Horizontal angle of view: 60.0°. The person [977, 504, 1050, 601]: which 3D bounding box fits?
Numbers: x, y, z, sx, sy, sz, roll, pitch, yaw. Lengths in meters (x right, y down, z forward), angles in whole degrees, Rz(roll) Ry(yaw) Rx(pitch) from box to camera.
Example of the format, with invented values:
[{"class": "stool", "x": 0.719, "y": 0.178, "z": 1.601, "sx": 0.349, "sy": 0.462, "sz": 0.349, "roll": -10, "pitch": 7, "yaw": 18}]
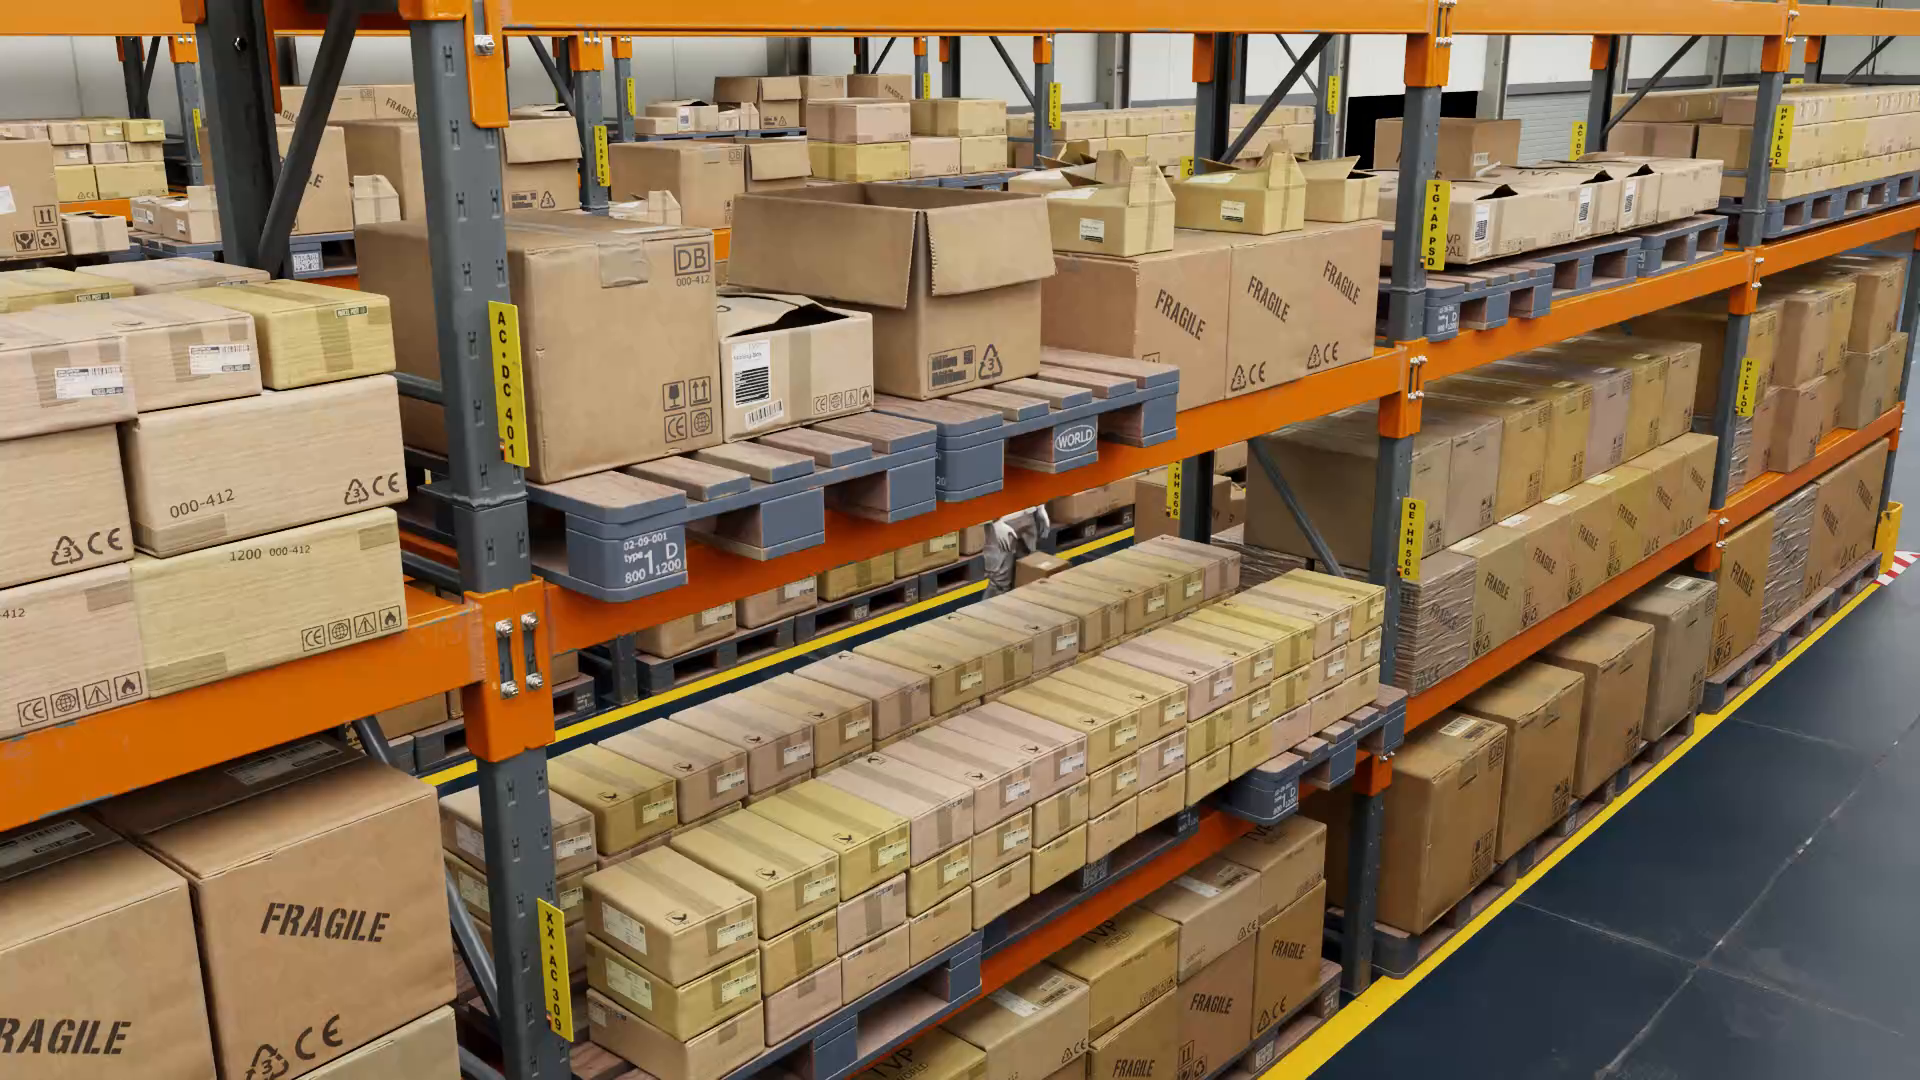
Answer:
[{"class": "person", "x": 0.331, "y": -0.125, "z": 10.925, "sx": 0.411, "sy": 1.781, "sz": 0.575, "roll": 13, "pitch": 21, "yaw": 37}]
